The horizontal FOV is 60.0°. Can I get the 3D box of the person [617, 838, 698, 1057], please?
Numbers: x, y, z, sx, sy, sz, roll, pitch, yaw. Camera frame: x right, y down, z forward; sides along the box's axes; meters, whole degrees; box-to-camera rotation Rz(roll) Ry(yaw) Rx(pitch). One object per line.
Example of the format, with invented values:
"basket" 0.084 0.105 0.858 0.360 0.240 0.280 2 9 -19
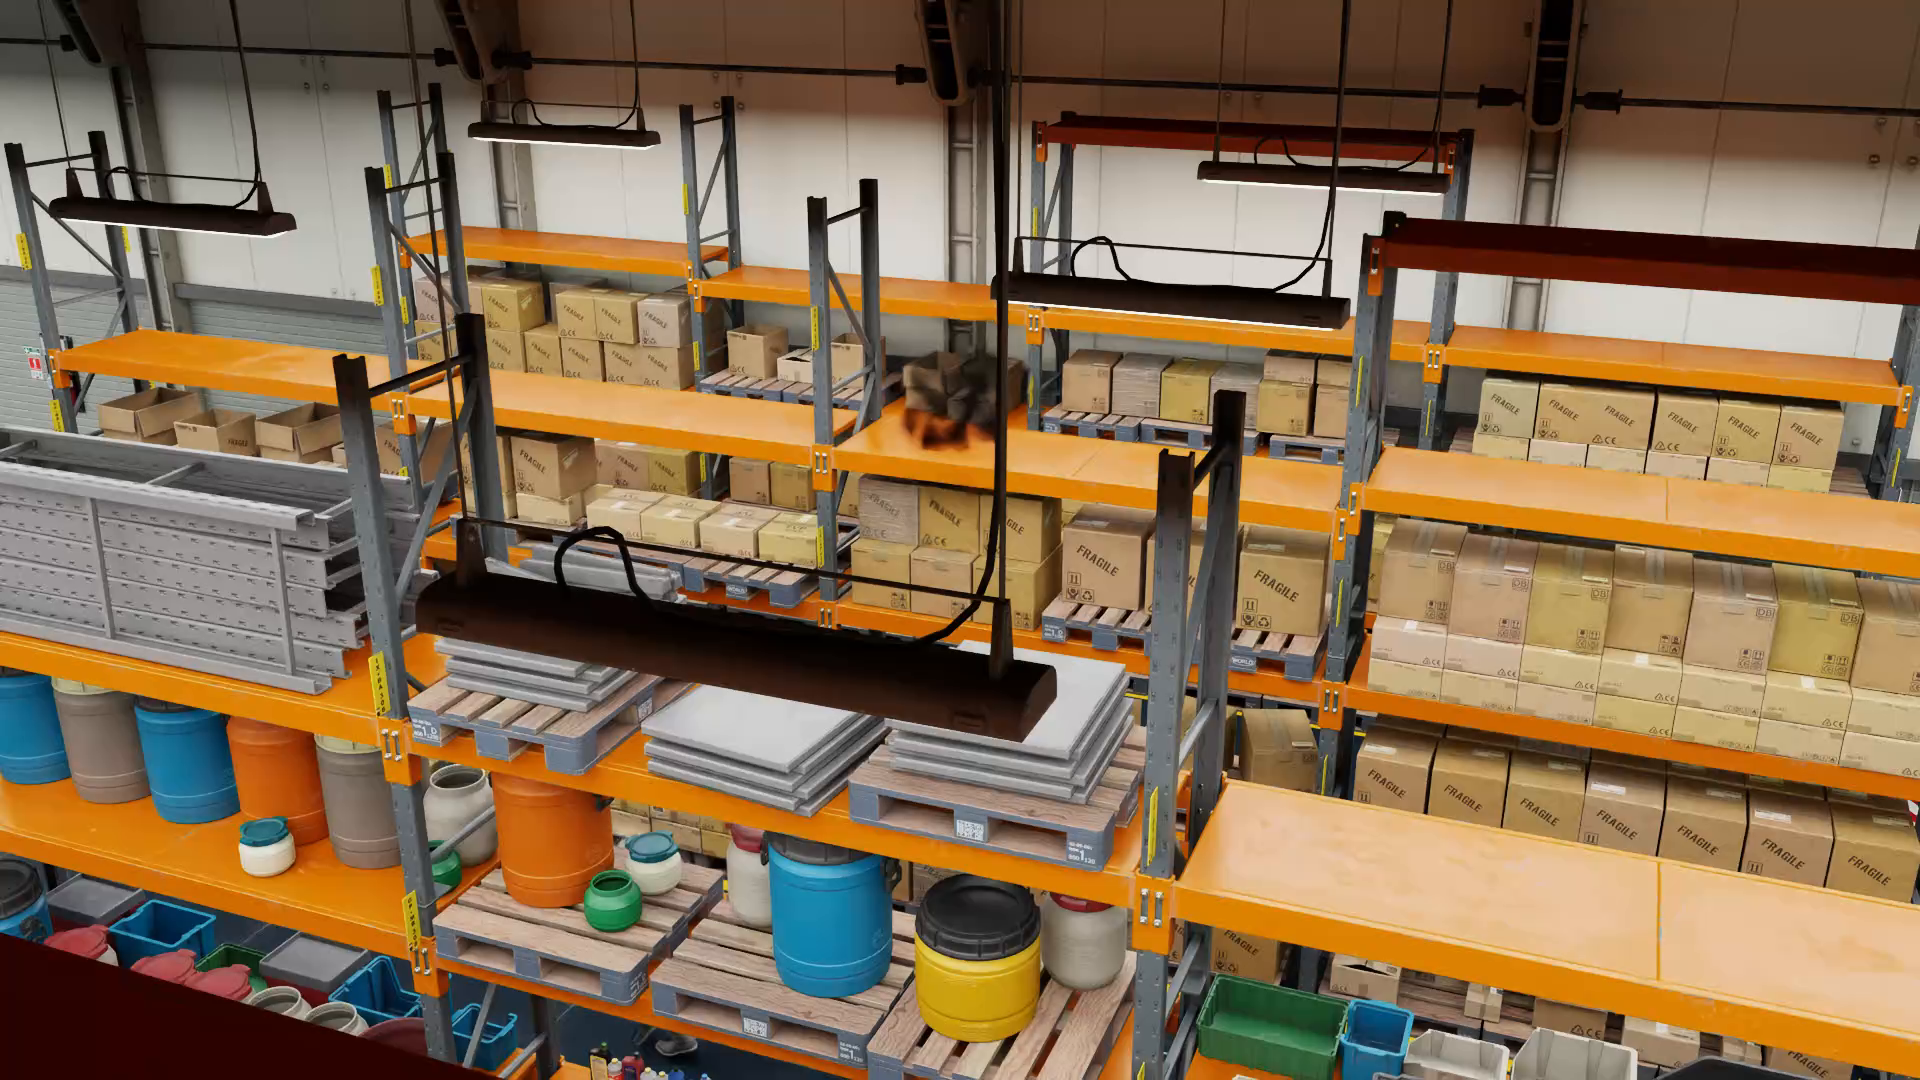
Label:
"person" -2.349 2.982 12.112 0.802 1.815 0.627 3 21 8
